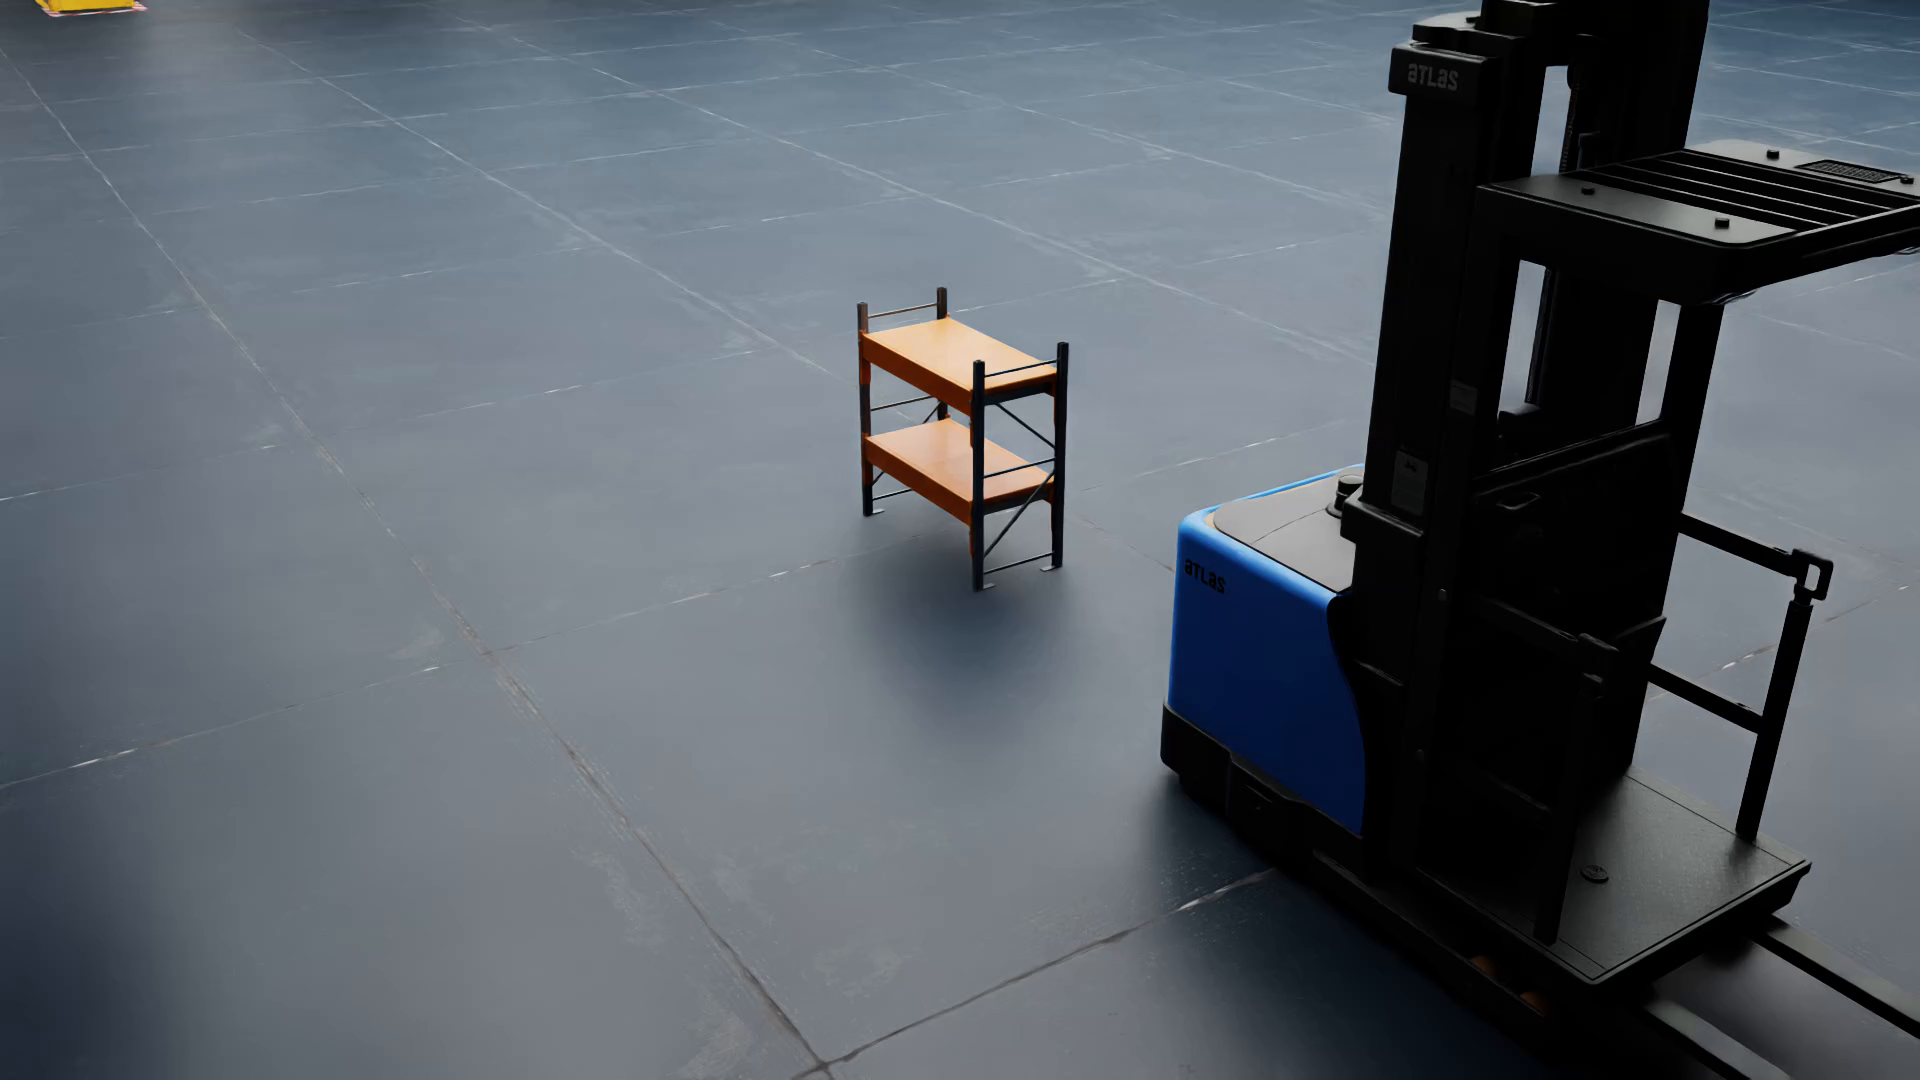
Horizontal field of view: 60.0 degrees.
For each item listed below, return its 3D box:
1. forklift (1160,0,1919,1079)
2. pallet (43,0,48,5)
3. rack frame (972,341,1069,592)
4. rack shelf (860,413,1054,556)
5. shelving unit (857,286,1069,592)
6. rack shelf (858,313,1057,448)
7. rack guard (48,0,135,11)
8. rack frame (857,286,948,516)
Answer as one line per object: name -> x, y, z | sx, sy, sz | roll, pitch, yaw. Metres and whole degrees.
forklift -> 1.990, -0.029, 4.878 | 1.130, 2.935, 3.031 | -16, 29, -30
pallet -> -13.850, -8.585, 26.188 | 1.003, 0.211, 1.213 | -16, 29, -30
rack frame -> 0.274, -0.329, 7.630 | 0.500, 1.125, 0.032 | -16, 29, -30
rack shelf -> -0.004, -0.290, 8.119 | 0.538, 0.278, 1.000 | -16, 29, -30
shelving unit -> -0.004, -0.511, 8.015 | 0.538, 1.125, 1.048 | -16, 29, -30
rack shelf -> -0.004, -0.776, 7.890 | 0.538, 0.278, 1.000 | -16, 29, -30
rack guard -> -13.384, -8.443, 25.550 | 1.175, 0.500, 0.348 | -16, 29, -30
rack frame -> -0.281, -0.693, 8.400 | 0.500, 1.125, 0.032 | -16, 29, -30
